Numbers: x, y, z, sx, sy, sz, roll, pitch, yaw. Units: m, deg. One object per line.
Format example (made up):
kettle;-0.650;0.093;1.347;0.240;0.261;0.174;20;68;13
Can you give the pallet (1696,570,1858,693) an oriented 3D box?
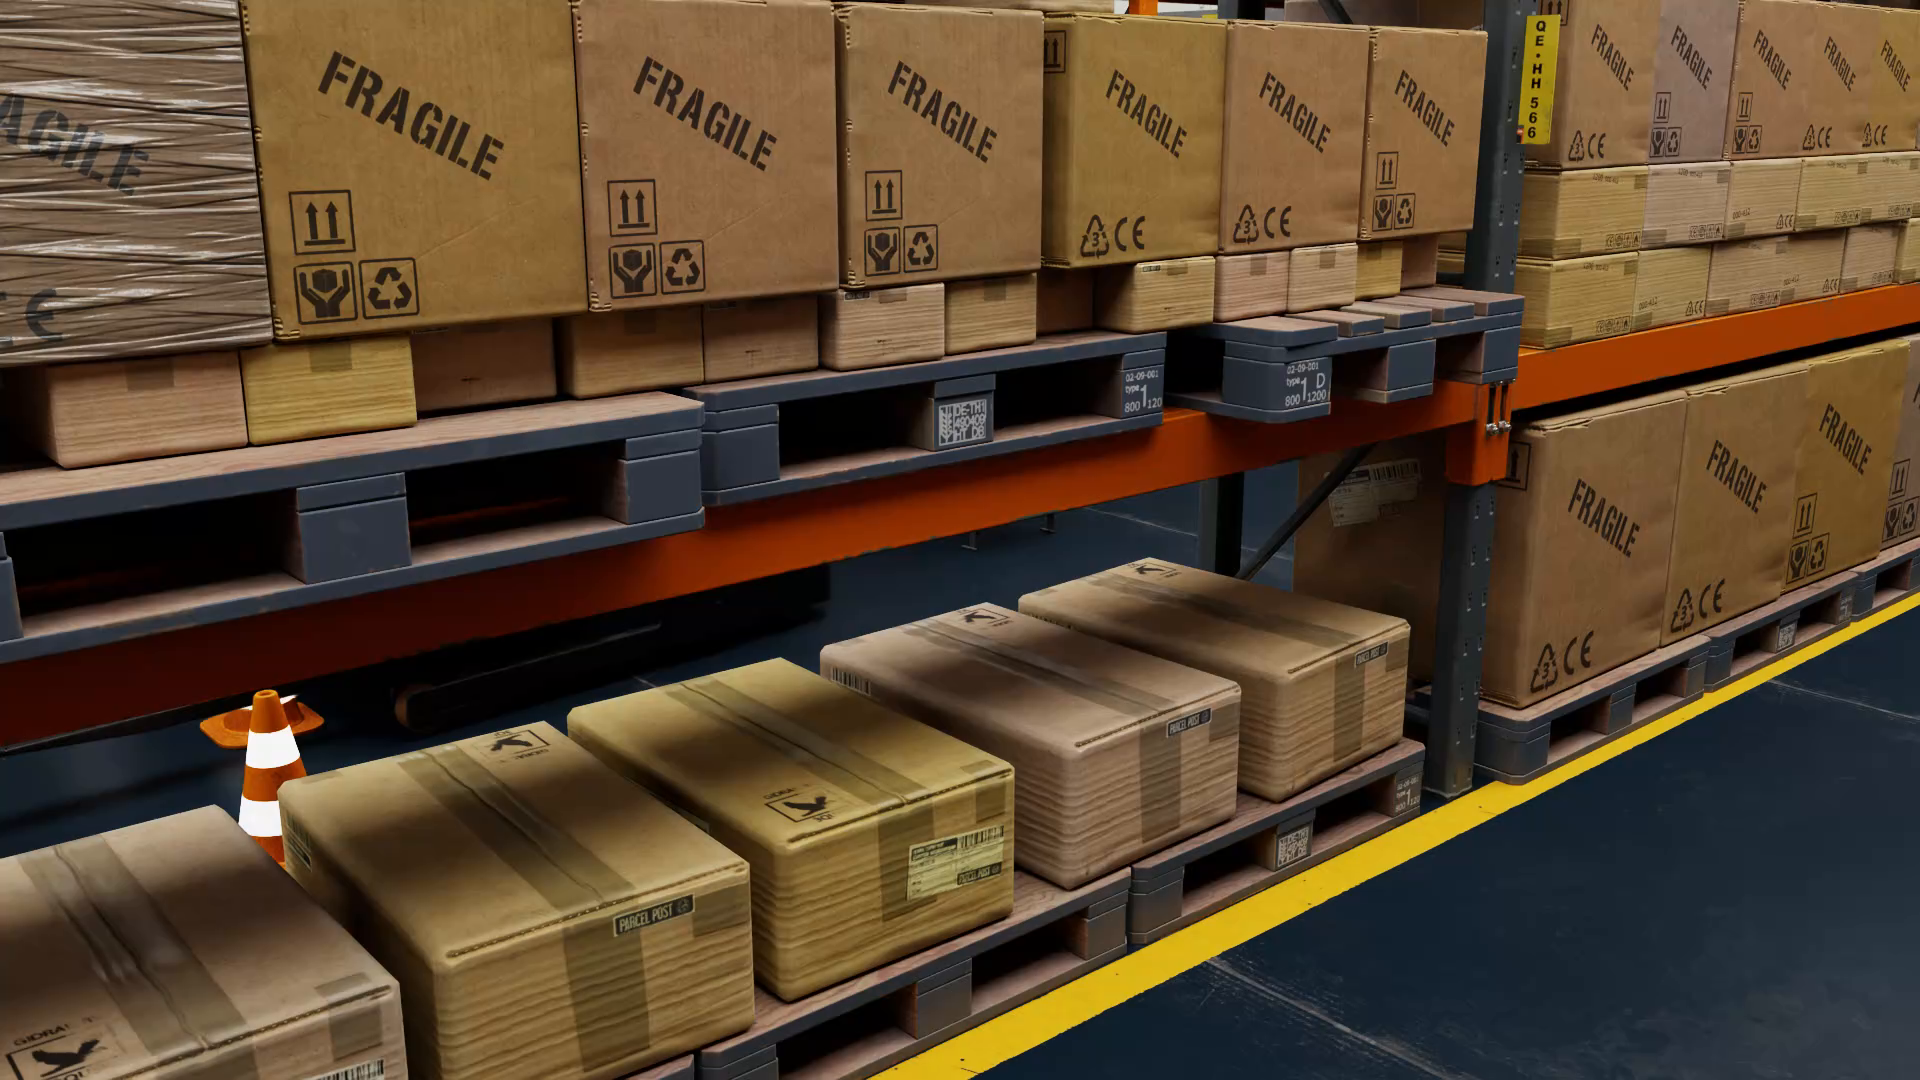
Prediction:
pallet;2.714;0.234;6.464;1.213;0.211;1.003;-13;19;-39

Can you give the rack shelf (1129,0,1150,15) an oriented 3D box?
rack shelf;-0.667;-3.175;9.407;4.000;0.370;1.077;-13;19;-39

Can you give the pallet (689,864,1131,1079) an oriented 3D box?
pallet;-0.361;0.897;3.985;1.213;0.211;1.003;-13;19;-39

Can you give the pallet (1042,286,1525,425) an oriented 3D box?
pallet;0.682;-0.554;4.384;1.003;0.211;1.213;-13;19;-39

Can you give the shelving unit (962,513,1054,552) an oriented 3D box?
shelving unit;0.125;-1.042;7.584;0.503;2.100;0.431;-13;19;-39

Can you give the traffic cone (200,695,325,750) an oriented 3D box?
traffic cone;-2.289;0.388;5.399;0.334;0.463;0.336;-13;19;-39

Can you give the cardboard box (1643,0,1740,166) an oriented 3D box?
cardboard box;2.050;-1.442;5.203;0.500;0.500;0.500;-13;19;-39

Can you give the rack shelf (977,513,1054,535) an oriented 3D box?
rack shelf;0.125;-0.353;7.768;0.480;0.518;0.431;-13;19;-39

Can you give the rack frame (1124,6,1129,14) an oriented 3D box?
rack frame;0.842;-2.413;10.969;0.127;3.000;1.000;-13;19;-39

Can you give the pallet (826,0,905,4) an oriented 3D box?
pallet;-0.794;-5.144;15.554;1.213;0.211;1.003;-13;19;-39

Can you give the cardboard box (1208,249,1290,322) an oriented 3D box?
cardboard box;0.546;-0.617;3.919;0.250;0.149;0.380;-14;20;-42

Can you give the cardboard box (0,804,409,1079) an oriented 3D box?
cardboard box;-1.474;0.867;2.971;0.625;0.372;0.950;-12;19;-39

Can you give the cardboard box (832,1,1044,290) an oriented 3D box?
cardboard box;-0.186;-0.784;3.290;0.500;0.500;0.500;-14;20;-42

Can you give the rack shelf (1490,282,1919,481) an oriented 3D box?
rack shelf;2.658;-0.780;6.250;4.000;0.370;1.077;-13;19;-39

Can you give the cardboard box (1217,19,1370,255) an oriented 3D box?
cardboard box;0.606;-0.962;3.957;0.500;0.500;0.500;-13;20;-40

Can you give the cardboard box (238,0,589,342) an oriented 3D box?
cardboard box;-0.948;-0.614;2.653;0.500;0.500;0.500;-13;19;-39

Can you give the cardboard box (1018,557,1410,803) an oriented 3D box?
cardboard box;0.717;0.372;4.823;0.625;0.372;0.950;-14;21;-43

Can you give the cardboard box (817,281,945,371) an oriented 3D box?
cardboard box;-0.242;-0.440;3.257;0.250;0.149;0.380;-12;19;-37

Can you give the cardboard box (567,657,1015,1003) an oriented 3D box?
cardboard box;-0.410;0.626;3.872;0.625;0.372;0.950;-12;19;-38

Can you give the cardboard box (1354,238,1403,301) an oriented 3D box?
cardboard box;0.902;-0.709;4.265;0.250;0.149;0.380;-12;19;-39

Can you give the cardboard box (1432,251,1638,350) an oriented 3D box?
cardboard box;1.684;-0.750;5.035;0.500;0.250;0.500;-13;20;-40

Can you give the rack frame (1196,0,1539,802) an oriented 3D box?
rack frame;1.150;-0.788;4.889;0.127;3.000;1.000;-13;19;-39

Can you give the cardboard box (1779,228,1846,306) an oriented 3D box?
cardboard box;2.829;-1.012;6.018;0.500;0.250;0.500;-13;19;-39

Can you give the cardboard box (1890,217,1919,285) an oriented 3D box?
cardboard box;3.609;-1.182;6.655;0.500;0.250;0.500;-13;20;-40

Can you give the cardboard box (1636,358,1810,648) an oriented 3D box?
cardboard box;2.401;-0.216;6.049;0.875;0.875;0.875;-12;19;-39

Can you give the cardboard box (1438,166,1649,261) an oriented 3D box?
cardboard box;1.694;-0.995;4.985;0.500;0.250;0.500;-13;20;-40

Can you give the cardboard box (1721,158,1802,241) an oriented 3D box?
cardboard box;2.469;-1.165;5.619;0.500;0.250;0.500;-13;20;-40

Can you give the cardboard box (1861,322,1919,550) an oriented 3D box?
cardboard box;3.752;-0.522;7.194;0.875;0.875;0.875;-12;19;-38

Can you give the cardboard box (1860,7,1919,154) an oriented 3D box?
cardboard box;3.214;-1.702;6.177;0.500;0.500;0.500;-12;19;-38

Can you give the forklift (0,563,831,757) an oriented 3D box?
forklift;-1.905;-0.935;5.572;1.130;2.935;3.031;14;20;43

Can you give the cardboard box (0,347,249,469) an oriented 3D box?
cardboard box;-1.244;-0.224;2.451;0.250;0.149;0.380;-12;19;-39

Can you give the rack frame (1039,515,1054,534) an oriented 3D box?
rack frame;0.309;-1.084;7.739;0.015;2.100;0.400;-13;19;-39

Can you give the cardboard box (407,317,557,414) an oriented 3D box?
cardboard box;-0.886;-0.328;2.838;0.250;0.149;0.380;-11;19;-36

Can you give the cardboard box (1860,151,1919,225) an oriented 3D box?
cardboard box;3.235;-1.338;6.268;0.500;0.250;0.500;-12;19;-38

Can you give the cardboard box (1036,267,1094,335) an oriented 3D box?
cardboard box;0.076;-0.549;3.666;0.250;0.149;0.380;-12;19;-39
